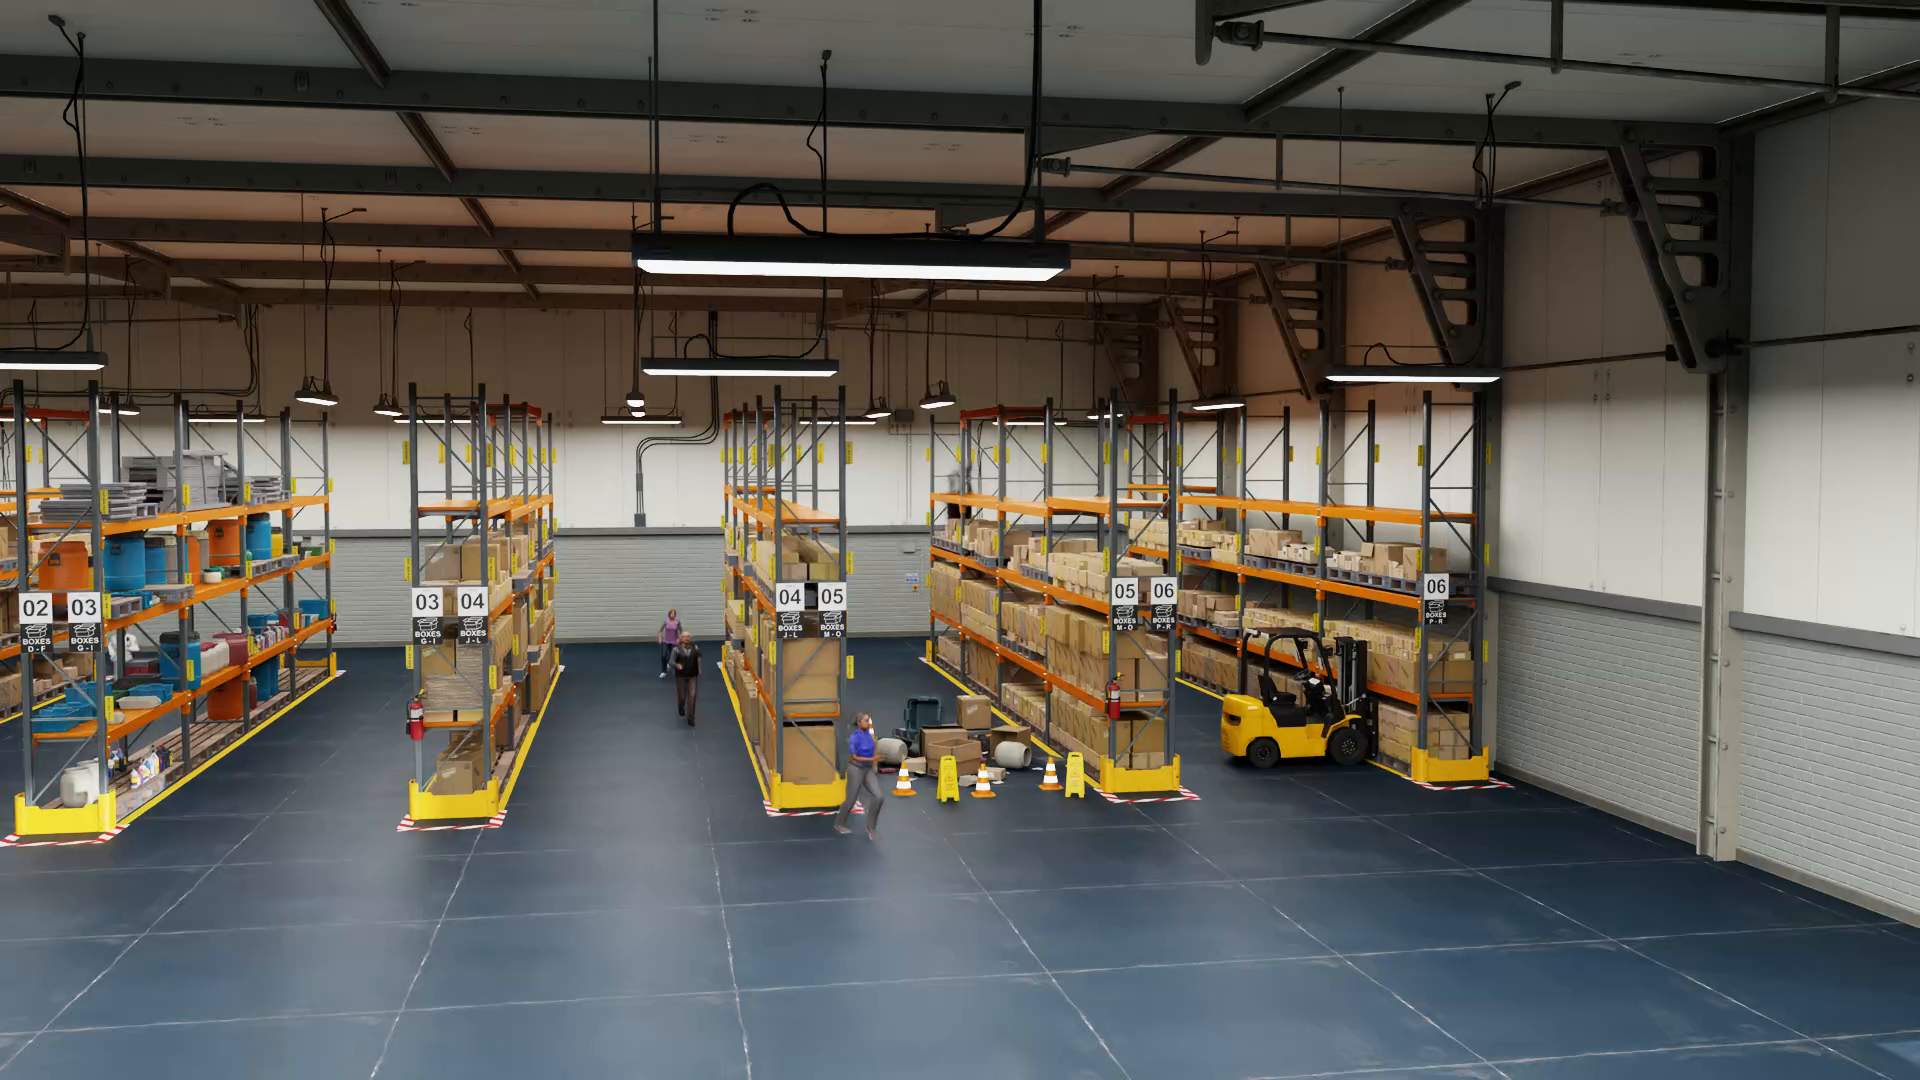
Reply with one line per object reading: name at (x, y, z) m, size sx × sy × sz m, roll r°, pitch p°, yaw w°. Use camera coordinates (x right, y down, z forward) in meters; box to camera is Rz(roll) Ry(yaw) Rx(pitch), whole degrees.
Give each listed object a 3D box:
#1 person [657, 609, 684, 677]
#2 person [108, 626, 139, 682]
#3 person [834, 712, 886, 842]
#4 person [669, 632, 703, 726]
person at (-6.566, 2.337, 37.700) m, size 0.580 × 1.545 × 0.503 m, roll 0°, pitch 3°, yaw -3°
person at (-16.771, 2.469, 33.330) m, size 0.593 × 1.748 × 0.699 m, roll -1°, pitch 3°, yaw -19°
person at (-1.284, 3.084, 21.659) m, size 0.825 × 1.710 × 0.536 m, roll 2°, pitch 4°, yaw 37°
person at (-5.095, 2.567, 31.005) m, size 0.661 × 1.717 × 0.936 m, roll -1°, pitch 3°, yaw -17°
